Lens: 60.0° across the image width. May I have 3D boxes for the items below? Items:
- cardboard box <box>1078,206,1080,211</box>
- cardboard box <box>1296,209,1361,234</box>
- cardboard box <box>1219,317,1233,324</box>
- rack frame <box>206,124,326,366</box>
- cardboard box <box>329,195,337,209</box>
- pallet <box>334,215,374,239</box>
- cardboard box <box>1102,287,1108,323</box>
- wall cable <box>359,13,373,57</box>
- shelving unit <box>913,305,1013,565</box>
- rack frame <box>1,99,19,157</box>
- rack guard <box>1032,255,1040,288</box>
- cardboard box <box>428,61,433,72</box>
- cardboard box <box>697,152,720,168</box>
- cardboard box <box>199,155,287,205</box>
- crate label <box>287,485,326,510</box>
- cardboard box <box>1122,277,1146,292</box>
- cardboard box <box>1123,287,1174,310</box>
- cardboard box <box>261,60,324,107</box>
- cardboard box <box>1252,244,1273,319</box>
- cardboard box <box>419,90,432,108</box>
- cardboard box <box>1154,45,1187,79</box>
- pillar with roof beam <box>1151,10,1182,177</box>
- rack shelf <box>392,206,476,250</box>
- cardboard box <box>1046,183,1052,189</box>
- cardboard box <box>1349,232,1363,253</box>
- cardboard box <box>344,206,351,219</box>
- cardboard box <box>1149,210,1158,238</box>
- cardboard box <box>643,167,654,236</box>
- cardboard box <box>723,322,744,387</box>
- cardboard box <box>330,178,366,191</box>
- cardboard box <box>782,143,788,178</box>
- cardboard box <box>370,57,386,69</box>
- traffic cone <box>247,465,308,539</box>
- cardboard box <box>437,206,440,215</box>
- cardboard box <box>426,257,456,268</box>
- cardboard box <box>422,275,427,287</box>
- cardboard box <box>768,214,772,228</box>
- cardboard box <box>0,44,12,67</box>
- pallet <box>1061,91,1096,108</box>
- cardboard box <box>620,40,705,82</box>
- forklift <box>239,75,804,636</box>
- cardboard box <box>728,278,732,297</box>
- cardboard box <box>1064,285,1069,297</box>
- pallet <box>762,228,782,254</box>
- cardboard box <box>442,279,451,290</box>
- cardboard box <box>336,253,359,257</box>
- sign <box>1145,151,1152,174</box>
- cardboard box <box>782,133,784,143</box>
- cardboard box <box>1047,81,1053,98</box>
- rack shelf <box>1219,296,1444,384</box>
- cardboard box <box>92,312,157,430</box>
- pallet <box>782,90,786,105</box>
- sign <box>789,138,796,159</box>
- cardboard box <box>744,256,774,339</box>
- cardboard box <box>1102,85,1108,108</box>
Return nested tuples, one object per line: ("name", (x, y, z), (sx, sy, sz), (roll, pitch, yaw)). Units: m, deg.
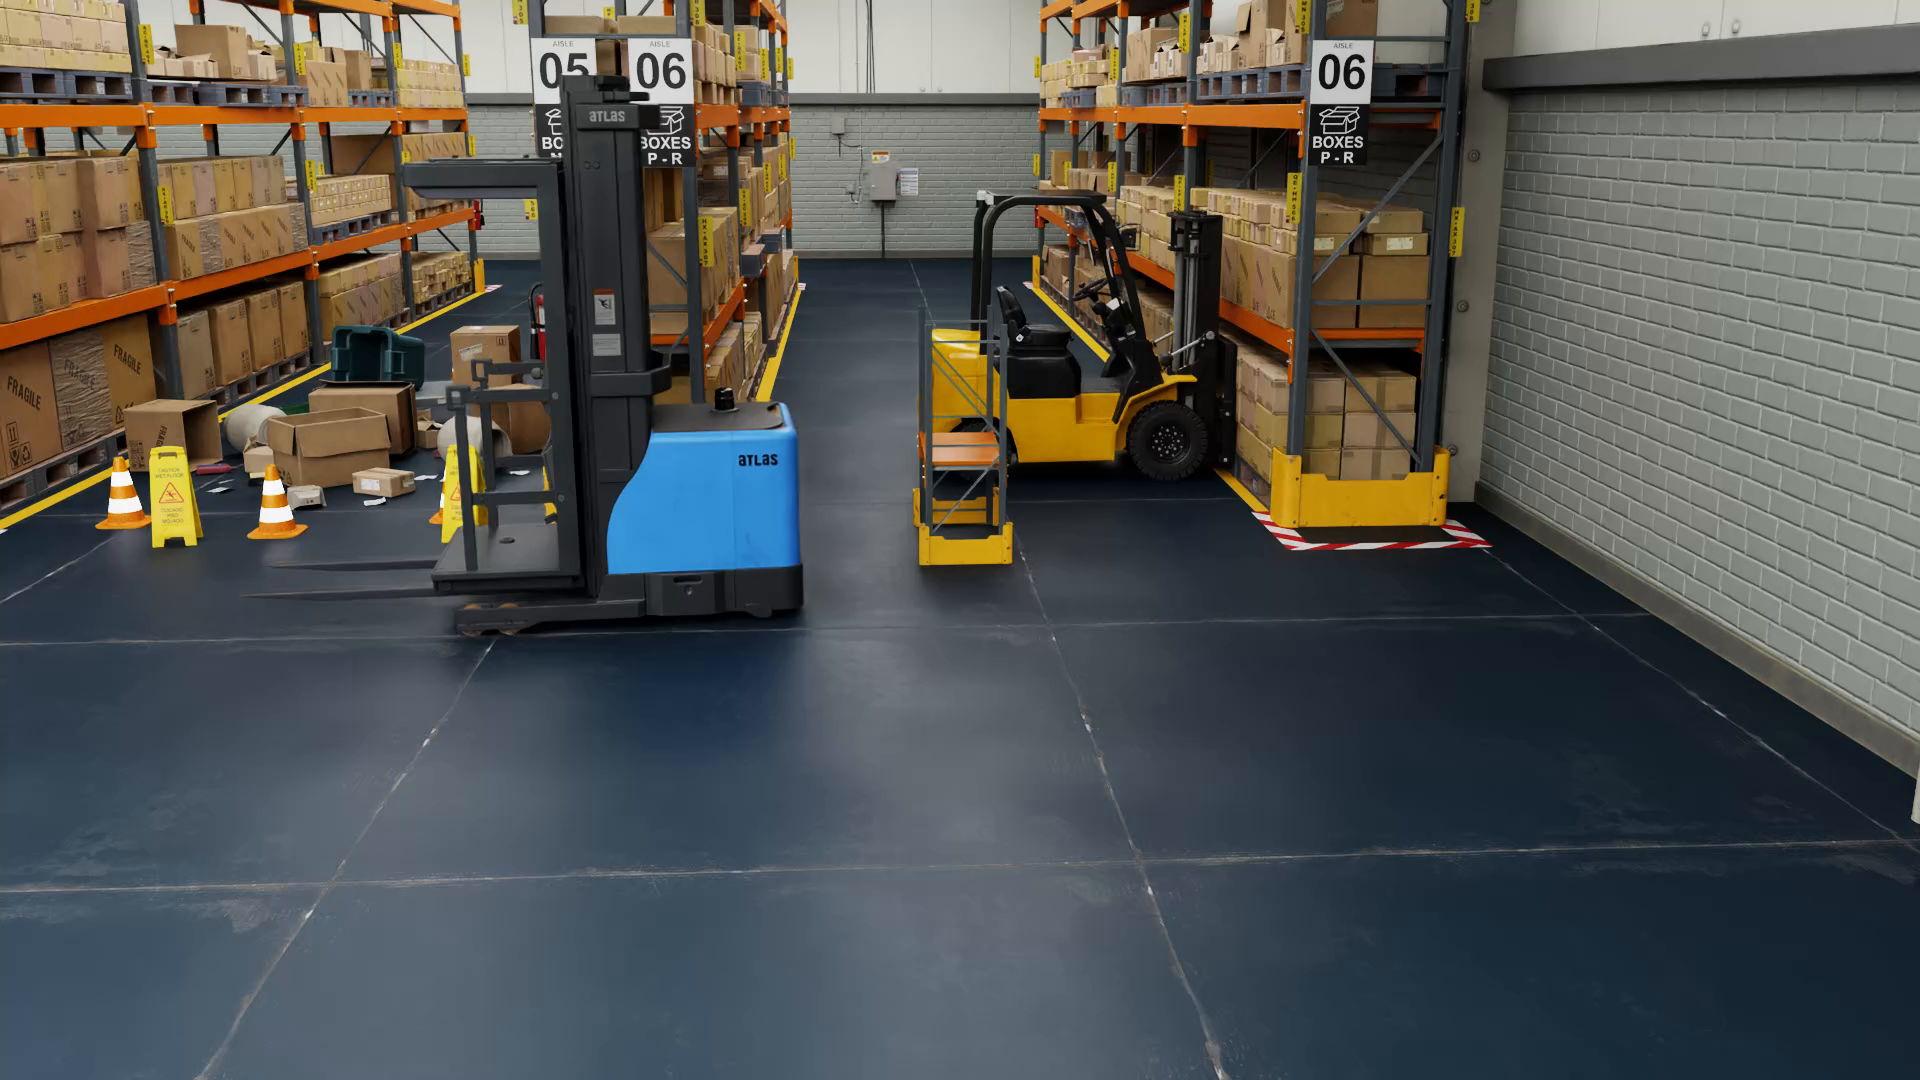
("cardboard box", (1.716, -4.365, 21.397), (0.396, 0.266, 0.258), (0, 14, -1))
("cardboard box", (2.524, -2.186, 11.402), (0.380, 0.149, 0.250), (-1, 14, -3))
("cardboard box", (2.225, -1.819, 14.745), (0.500, 0.250, 0.500), (-1, 14, -4))
("rack frame", (-7.628, -3.404, 18.236), (1.000, 3.000, 0.127), (-1, 14, -3))
("cardboard box", (-7.512, -3.949, 19.421), (0.380, 0.149, 0.250), (-1, 14, -3))
("pallet", (-7.791, -3.803, 20.171), (1.003, 0.211, 1.213), (-1, 14, -3))
("cardboard box", (1.999, -2.802, 20.071), (0.500, 0.500, 0.500), (-1, 14, -4))
("wall cable", (-9.990, -11.265, 30.293), (2.277, 5.999, 0.120), (-1, 14, -3))
("shelving unit", (0.005, -0.707, 10.766), (0.587, 1.500, 1.083), (-1, 14, -3))
("rack frame", (-12.832, -4.347, 21.902), (1.000, 3.000, 0.127), (-1, 14, -3))
("rack guard", (1.769, -4.343, 26.903), (1.175, 0.500, 0.348), (-1, 14, -3))
("cardboard box", (-7.736, -6.747, 23.709), (0.380, 0.149, 0.250), (-1, 14, -5))
("cardboard box", (-2.987, -4.163, 18.977), (0.500, 0.500, 0.500), (-1, 14, -5))
("cardboard box", (-7.610, -3.825, 17.664), (0.700, 0.500, 0.500), (-1, 14, -4))
("crate label", (-4.709, -0.309, 11.954), (0.250, 0.136, 0.298), (-9, 17, -32))
("cardboard box", (1.977, -3.009, 19.572), (0.380, 0.149, 0.250), (-2, 15, -6))
("cardboard box", (2.285, -2.481, 18.572), (0.875, 0.625, 0.625), (0, 14, -2))
("cardboard box", (-7.398, -5.051, 18.417), (0.500, 0.500, 0.500), (-1, 14, -3))
("cardboard box", (2.441, -1.889, 12.149), (0.500, 0.500, 0.500), (0, 14, -2))
("cardboard box", (-7.694, -6.152, 23.199), (0.500, 0.250, 0.500), (0, 14, -1))
("cardboard box", (2.173, -4.617, 16.065), (0.500, 0.311, 0.500), (-1, 14, -5))
("pillar with roof beam", (-1.428, -7.604, 22.520), (9.100, 9.000, 0.400), (-1, 14, -3))
("rack shelf", (-8.000, -4.548, 24.125), (1.077, 0.370, 4.000), (-1, 14, -3))
("cardboard box", (1.590, -5.276, 25.214), (0.500, 0.250, 0.500), (-1, 14, -4))
("cardboard box", (2.915, -2.105, 11.684), (0.380, 0.149, 0.250), (-1, 14, -3))
("cardboard box", (-7.538, -3.930, 19.941), (0.380, 0.149, 0.250), (-1, 14, -3))
("cardboard box", (2.158, -3.131, 16.473), (0.500, 0.250, 0.500), (-1, 14, -2))
("cardboard box", (-2.447, -2.316, 11.204), (0.700, 0.500, 0.500), (-1, 14, -5))
("cardboard box", (-2.141, -1.602, 14.405), (0.500, 0.500, 0.500), (-1, 14, -4))
("cardboard box", (-7.596, -4.414, 20.630), (0.380, 0.149, 0.250), (-1, 14, -5))
("cardboard box", (-2.833, -5.659, 24.793), (0.500, 0.500, 0.500), (-1, 14, -4))
("cardboard box", (-7.652, -6.290, 21.931), (0.380, 0.149, 0.250), (-1, 14, -4))
("traffic cone", (-4.599, -0.272, 11.157), (0.336, 0.463, 0.334), (-1, 14, -3))
("cardboard box", (-7.796, -4.808, 24.196), (0.380, 0.149, 0.250), (-1, 14, -2))
("cardboard box", (-7.712, -4.119, 24.701), (0.380, 0.149, 0.250), (0, 14, -1))
("cardboard box", (-7.749, -3.649, 23.471), (0.380, 0.149, 0.250), (-2, 15, -6))
("cardboard box", (-2.549, -3.816, 20.140), (0.500, 0.250, 0.500), (0, 14, -2))
("cardboard box", (-6.912, -3.401, 11.666), (0.380, 0.149, 0.250), (-1, 14, -4))
("pallet", (1.983, -5.776, 21.813), (1.213, 0.211, 1.003), (-1, 14, -3))
("cardboard box", (-1.963, -3.169, 11.008), (0.500, 0.250, 0.500), (-1, 14, -4))
("forklift", (-2.439, -1.041, 9.189), (3.031, 2.935, 1.130), (-2, 15, -8))
("cardboard box", (-2.055, -2.061, 13.521), (0.380, 0.149, 0.250), (-1, 14, -4))
("cardboard box", (1.685, -3.534, 23.622), (0.380, 0.149, 0.250), (-1, 14, -5))
("pallet", (-2.543, -3.237, 17.972), (1.213, 0.211, 1.003), (-1, 14, -3))
("cardboard box", (-7.732, -3.767, 24.526), (0.380, 0.149, 0.250), (-1, 14, -2))
("cardboard box", (-8.094, -3.567, 21.538), (0.500, 0.250, 0.500), (-2, 15, -6))
("sign", (2.566, -5.148, 22.691), (0.100, 0.325, 0.005), (-1, 14, -3))
("cardboard box", (-2.853, -6.067, 25.076), (0.380, 0.149, 0.250), (-1, 14, -2))
("cardboard box", (1.591, -6.728, 24.842), (0.500, 0.250, 0.500), (-1, 14, -5))
("rack shelf", (2.632, -1.742, 13.222), (1.077, 0.370, 4.000), (-1, 14, -3))
("cardboard box", (-7.411, -1.426, 13.970), (0.875, 0.875, 0.875), (-1, 14, -3))
("pallet", (-3.054, -6.416, 24.102), (1.003, 0.211, 1.213), (-1, 14, -3))
("sign", (-2.647, -6.175, 26.209), (0.100, 0.325, 0.005), (-1, 14, -3))
("cardboard box", (-2.653, -2.853, 19.516), (0.875, 0.875, 0.875), (-1, 14, -4))
("cardboard box", (1.954, -5.212, 19.544), (0.500, 0.250, 0.500), (-1, 14, -3))
